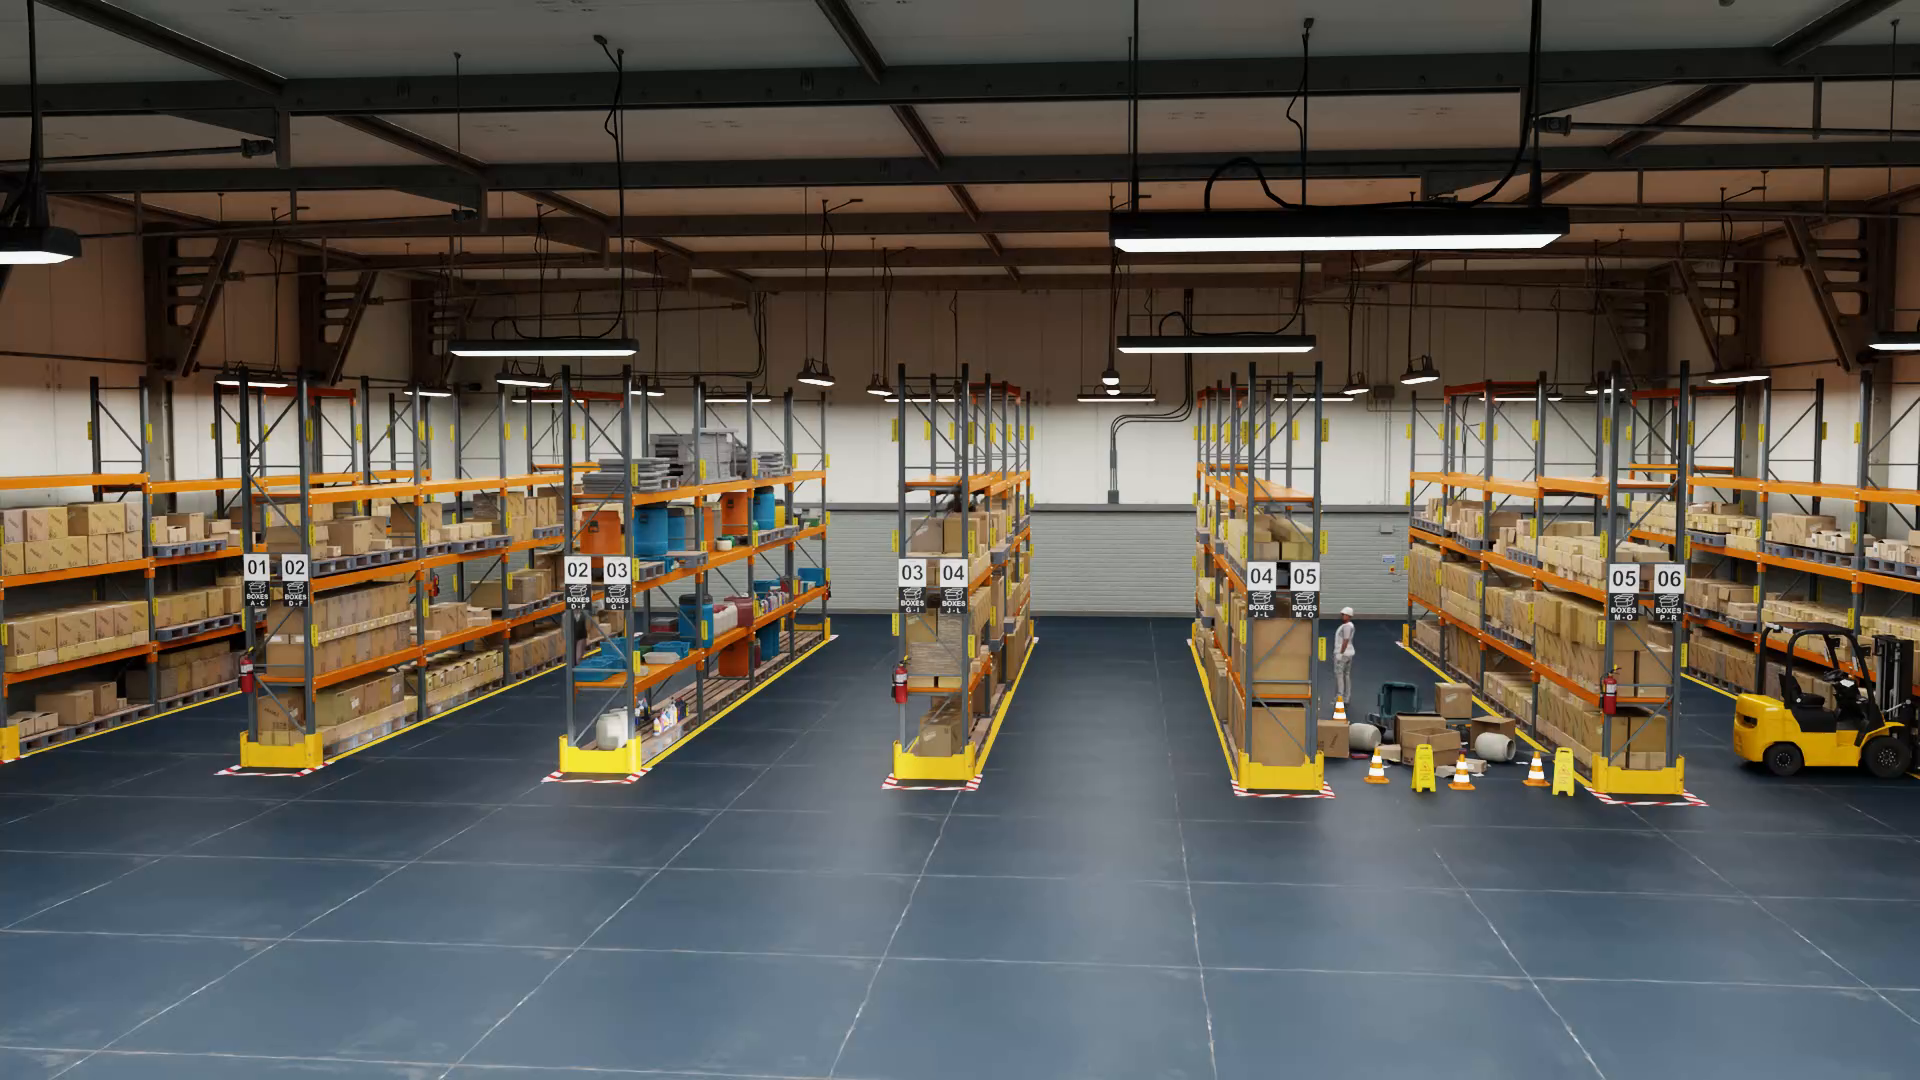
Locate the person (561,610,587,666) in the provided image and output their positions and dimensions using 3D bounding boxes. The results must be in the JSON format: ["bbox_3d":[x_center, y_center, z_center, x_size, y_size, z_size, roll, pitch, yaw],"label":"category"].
[{"bbox_3d":[-7.739,2.011,33.471,0.498,1.680,0.830,0,4,0],"label":"person"}]

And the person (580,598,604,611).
[{"bbox_3d":[-10.029,1.195,45.390,1.113,1.726,0.686,1,4,16],"label":"person"}]

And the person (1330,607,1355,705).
[{"bbox_3d":[7.109,2.149,30.818,0.461,1.807,0.640,3,5,38],"label":"person"}]
